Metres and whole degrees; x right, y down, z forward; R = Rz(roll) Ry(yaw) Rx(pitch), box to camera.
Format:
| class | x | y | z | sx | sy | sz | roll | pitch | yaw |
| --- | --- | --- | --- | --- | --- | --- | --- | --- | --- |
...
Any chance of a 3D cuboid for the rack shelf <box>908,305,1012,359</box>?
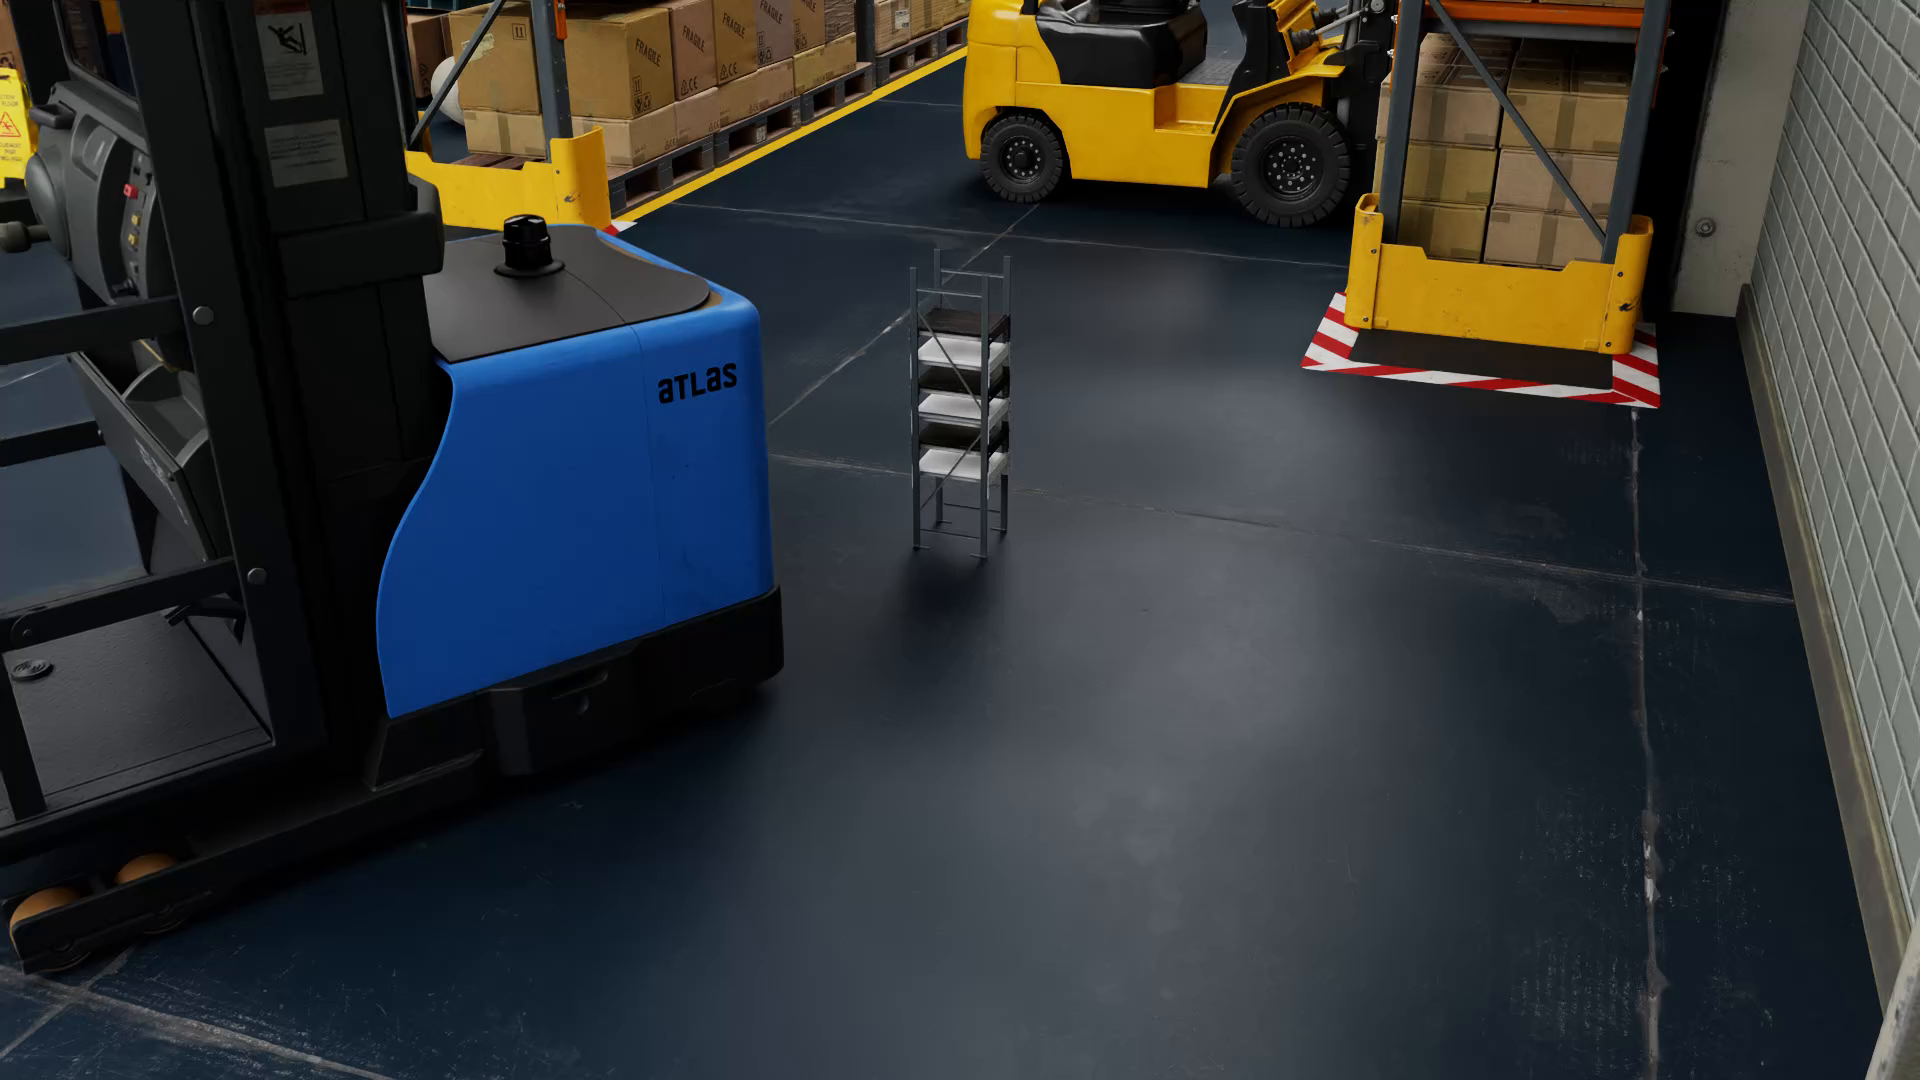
| class | x | y | z | sx | sy | sz | roll | pitch | yaw |
| --- | --- | --- | --- | --- | --- | --- | --- | --- | --- |
| rack shelf | 0.003 | -0.621 | 4.958 | 0.258 | 0.077 | 0.200 | 9 | 27 | 17 |

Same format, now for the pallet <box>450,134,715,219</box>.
| class | x | y | z | sx | sy | sz | roll | pitch | yaw |
| --- | --- | --- | --- | --- | --- | --- | --- | --- | --- |
| pallet | -2.094 | -2.090 | 9.324 | 1.003 | 0.211 | 1.213 | 9 | 27 | 17 |

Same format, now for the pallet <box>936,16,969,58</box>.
| class | x | y | z | sx | sy | sz | roll | pitch | yaw |
| --- | --- | --- | --- | --- | --- | --- | --- | --- | --- |
| pallet | -0.430 | -4.197 | 13.675 | 1.003 | 0.211 | 1.213 | 9 | 27 | 17 |

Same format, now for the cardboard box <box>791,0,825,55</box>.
| class | x | y | z | sx | sy | sz | roll | pitch | yaw |
| --- | --- | --- | --- | --- | --- | --- | --- | --- | --- |
| cardboard box | -1.204 | -3.426 | 10.697 | 0.500 | 0.500 | 0.500 | 9 | 27 | 18 |

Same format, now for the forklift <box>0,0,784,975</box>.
| class | x | y | z | sx | sy | sz | roll | pitch | yaw |
| --- | --- | --- | --- | --- | --- | --- | --- | --- | --- |
| forklift | -1.941 | -0.694 | 3.320 | 3.031 | 2.935 | 1.130 | -19 | 31 | -33 |

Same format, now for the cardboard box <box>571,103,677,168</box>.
| class | x | y | z | sx | sy | sz | roll | pitch | yaw |
| --- | --- | --- | --- | --- | --- | --- | --- | --- | --- |
| cardboard box | -1.894 | -2.228 | 9.082 | 0.500 | 0.250 | 0.500 | 9 | 27 | 17 |

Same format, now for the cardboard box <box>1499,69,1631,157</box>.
| class | x | y | z | sx | sy | sz | roll | pitch | yaw |
| --- | --- | --- | --- | --- | --- | --- | --- | --- | --- |
| cardboard box | 2.597 | -1.838 | 7.130 | 0.500 | 0.250 | 0.500 | 8 | 27 | 17 |

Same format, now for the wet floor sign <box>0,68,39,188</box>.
| class | x | y | z | sx | sy | sz | roll | pitch | yaw |
| --- | --- | --- | --- | --- | --- | --- | --- | --- | --- |
| wet floor sign | -5.267 | -2.302 | 9.265 | 0.267 | 0.644 | 0.232 | 4 | 26 | 8 |

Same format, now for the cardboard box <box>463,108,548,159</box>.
| class | x | y | z | sx | sy | sz | roll | pitch | yaw |
| --- | --- | --- | --- | --- | --- | --- | --- | --- | --- |
| cardboard box | -2.400 | -2.317 | 9.267 | 0.500 | 0.250 | 0.500 | 9 | 27 | 17 |

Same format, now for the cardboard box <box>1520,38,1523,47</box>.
| class | x | y | z | sx | sy | sz | roll | pitch | yaw |
| --- | --- | --- | --- | --- | --- | --- | --- | --- | --- |
| cardboard box | 2.799 | -2.744 | 9.000 | 0.500 | 0.250 | 0.500 | 10 | 27 | 19 |

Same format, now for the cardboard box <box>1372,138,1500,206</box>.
| class | x | y | z | sx | sy | sz | roll | pitch | yaw |
| --- | --- | --- | --- | --- | --- | --- | --- | --- | --- |
| cardboard box | 2.126 | -1.688 | 7.394 | 0.500 | 0.250 | 0.500 | 8 | 27 | 17 |

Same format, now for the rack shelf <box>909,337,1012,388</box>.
| class | x | y | z | sx | sy | sz | roll | pitch | yaw |
| --- | --- | --- | --- | --- | --- | --- | --- | --- | --- |
| rack shelf | 0.003 | -0.540 | 4.997 | 0.258 | 0.077 | 0.200 | 9 | 27 | 17 |

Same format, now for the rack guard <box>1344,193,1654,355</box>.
| class | x | y | z | sx | sy | sz | roll | pitch | yaw |
| --- | --- | --- | --- | --- | --- | --- | --- | --- | --- |
| rack guard | 2.251 | -1.131 | 7.013 | 1.175 | 0.500 | 0.348 | 9 | 27 | 17 |

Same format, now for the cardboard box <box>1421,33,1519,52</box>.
| class | x | y | z | sx | sy | sz | roll | pitch | yaw |
| --- | --- | --- | --- | --- | --- | --- | --- | --- | --- |
| cardboard box | 2.441 | -2.322 | 8.129 | 0.500 | 0.250 | 0.500 | 9 | 27 | 18 |

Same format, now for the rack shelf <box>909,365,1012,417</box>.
| class | x | y | z | sx | sy | sz | roll | pitch | yaw |
| --- | --- | --- | --- | --- | --- | --- | --- | --- | --- |
| rack shelf | 0.003 | -0.459 | 5.036 | 0.258 | 0.077 | 0.200 | 9 | 27 | 17 |

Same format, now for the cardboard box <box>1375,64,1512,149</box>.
| class | x | y | z | sx | sy | sz | roll | pitch | yaw |
| --- | --- | --- | --- | --- | --- | --- | --- | --- | --- |
| cardboard box | 2.118 | -1.902 | 7.263 | 0.500 | 0.250 | 0.500 | 10 | 27 | 19 |

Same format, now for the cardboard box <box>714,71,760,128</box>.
| class | x | y | z | sx | sy | sz | roll | pitch | yaw |
| --- | --- | --- | --- | --- | --- | --- | --- | --- | --- |
| cardboard box | -1.547 | -2.662 | 9.980 | 0.500 | 0.250 | 0.500 | 11 | 28 | 21 |

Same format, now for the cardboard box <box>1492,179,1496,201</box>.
| class | x | y | z | sx | sy | sz | roll | pitch | yaw |
| --- | --- | --- | --- | --- | --- | --- | --- | --- | --- |
| cardboard box | 2.292 | -1.660 | 7.909 | 0.500 | 0.250 | 0.500 | 9 | 27 | 17 |

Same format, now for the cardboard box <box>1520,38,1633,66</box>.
| class | x | y | z | sx | sy | sz | roll | pitch | yaw |
| --- | --- | --- | --- | --- | --- | --- | --- | --- | --- |
| cardboard box | 2.937 | -2.248 | 7.976 | 0.500 | 0.250 | 0.500 | 9 | 27 | 17 |

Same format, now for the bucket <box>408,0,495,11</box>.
| class | x | y | z | sx | sy | sz | roll | pitch | yaw |
| --- | --- | --- | --- | --- | --- | --- | --- | --- | --- |
| bucket | -3.665 | -4.125 | 12.340 | 0.726 | 0.611 | 0.620 | 20 | 22 | 35 |

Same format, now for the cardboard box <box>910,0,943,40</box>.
| class | x | y | z | sx | sy | sz | roll | pitch | yaw |
| --- | --- | --- | --- | --- | --- | --- | --- | --- | --- |
| cardboard box | -0.684 | -4.147 | 12.906 | 0.950 | 0.372 | 0.625 | 11 | 28 | 21 |

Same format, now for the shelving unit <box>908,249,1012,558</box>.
| class | x | y | z | sx | sy | sz | roll | pitch | yaw |
| --- | --- | --- | --- | --- | --- | --- | --- | --- | --- |
| shelving unit | 0.003 | -0.408 | 5.061 | 0.258 | 0.900 | 0.210 | 9 | 27 | 17 |

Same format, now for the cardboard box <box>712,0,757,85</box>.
| class | x | y | z | sx | sy | sz | roll | pitch | yaw |
| --- | --- | --- | --- | --- | --- | --- | --- | --- | --- |
| cardboard box | -1.542 | -2.995 | 9.807 | 0.500 | 0.500 | 0.500 | 9 | 27 | 18 |

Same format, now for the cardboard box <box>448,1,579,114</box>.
| class | x | y | z | sx | sy | sz | roll | pitch | yaw |
| --- | --- | --- | --- | --- | --- | --- | --- | --- | --- |
| cardboard box | -2.403 | -2.641 | 9.075 | 0.500 | 0.500 | 0.500 | 9 | 27 | 18 |

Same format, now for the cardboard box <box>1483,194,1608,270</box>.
| class | x | y | z | sx | sy | sz | roll | pitch | yaw |
| --- | --- | --- | --- | --- | --- | --- | --- | --- | --- |
| cardboard box | 2.607 | -1.391 | 7.355 | 0.500 | 0.250 | 0.500 | 9 | 27 | 18 |

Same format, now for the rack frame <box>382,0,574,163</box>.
| class | x | y | z | sx | sy | sz | roll | pitch | yaw |
| --- | --- | --- | --- | --- | --- | --- | --- | --- | --- |
| rack frame | -2.423 | -2.985 | 7.972 | 1.000 | 3.000 | 0.127 | 9 | 27 | 17 |

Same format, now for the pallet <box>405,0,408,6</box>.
| class | x | y | z | sx | sy | sz | roll | pitch | yaw |
| --- | --- | --- | --- | --- | --- | --- | --- | --- | --- |
| pallet | -5.204 | -4.881 | 15.088 | 1.003 | 0.211 | 1.213 | 9 | 27 | 17 |

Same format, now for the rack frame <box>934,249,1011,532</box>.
| class | x | y | z | sx | sy | sz | roll | pitch | yaw |
| --- | --- | --- | --- | --- | --- | --- | --- | --- | --- |
| rack frame | 0.037 | -0.450 | 5.147 | 0.240 | 0.900 | 0.006 | 9 | 27 | 17 |

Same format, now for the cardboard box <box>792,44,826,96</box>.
| class | x | y | z | sx | sy | sz | roll | pitch | yaw |
| --- | --- | --- | --- | --- | --- | --- | --- | --- | --- |
| cardboard box | -1.203 | -3.078 | 10.838 | 0.500 | 0.250 | 0.500 | 8 | 27 | 16 |

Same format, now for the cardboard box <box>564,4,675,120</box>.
| class | x | y | z | sx | sy | sz | roll | pitch | yaw |
| --- | --- | --- | --- | --- | --- | --- | --- | --- | --- |
| cardboard box | -1.887 | -2.575 | 8.939 | 0.500 | 0.500 | 0.500 | 8 | 27 | 16 |

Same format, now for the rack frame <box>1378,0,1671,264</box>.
| class | x | y | z | sx | sy | sz | roll | pitch | yaw |
| --- | --- | --- | --- | --- | --- | --- | --- | --- | --- |
| rack frame | 2.259 | -2.266 | 6.489 | 1.000 | 3.000 | 0.127 | 9 | 27 | 17 |

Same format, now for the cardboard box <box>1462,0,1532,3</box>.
| class | x | y | z | sx | sy | sz | roll | pitch | yaw |
| --- | --- | --- | --- | --- | --- | --- | --- | --- | --- |
| cardboard box | 2.175 | -2.552 | 6.963 | 0.500 | 0.500 | 0.500 | 8 | 27 | 16 |

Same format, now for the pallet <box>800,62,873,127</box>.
| class | x | y | z | sx | sy | sz | roll | pitch | yaw |
| --- | --- | --- | --- | --- | --- | --- | --- | --- | --- |
| pallet | -1.282 | -3.092 | 11.394 | 1.003 | 0.211 | 1.213 | 9 | 27 | 17 |

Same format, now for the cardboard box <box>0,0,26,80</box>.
| class | x | y | z | sx | sy | sz | roll | pitch | yaw |
| --- | --- | --- | --- | --- | --- | --- | --- | --- | --- |
| cardboard box | -6.671 | -3.544 | 11.084 | 0.875 | 0.875 | 0.875 | 8 | 27 | 17 |

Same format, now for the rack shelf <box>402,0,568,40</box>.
| class | x | y | z | sx | sy | sz | roll | pitch | yaw |
| --- | --- | --- | --- | --- | --- | --- | --- | --- | --- |
| rack shelf | -1.758 | -3.483 | 9.827 | 1.077 | 0.370 | 4.000 | 9 | 27 | 17 |

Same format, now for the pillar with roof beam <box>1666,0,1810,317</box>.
| class | x | y | z | sx | sy | sz | roll | pitch | yaw |
| --- | --- | --- | --- | --- | --- | --- | --- | --- | --- |
| pillar with roof beam | -0.719 | -5.746 | 6.792 | 9.100 | 9.000 | 0.400 | 9 | 27 | 17 |
